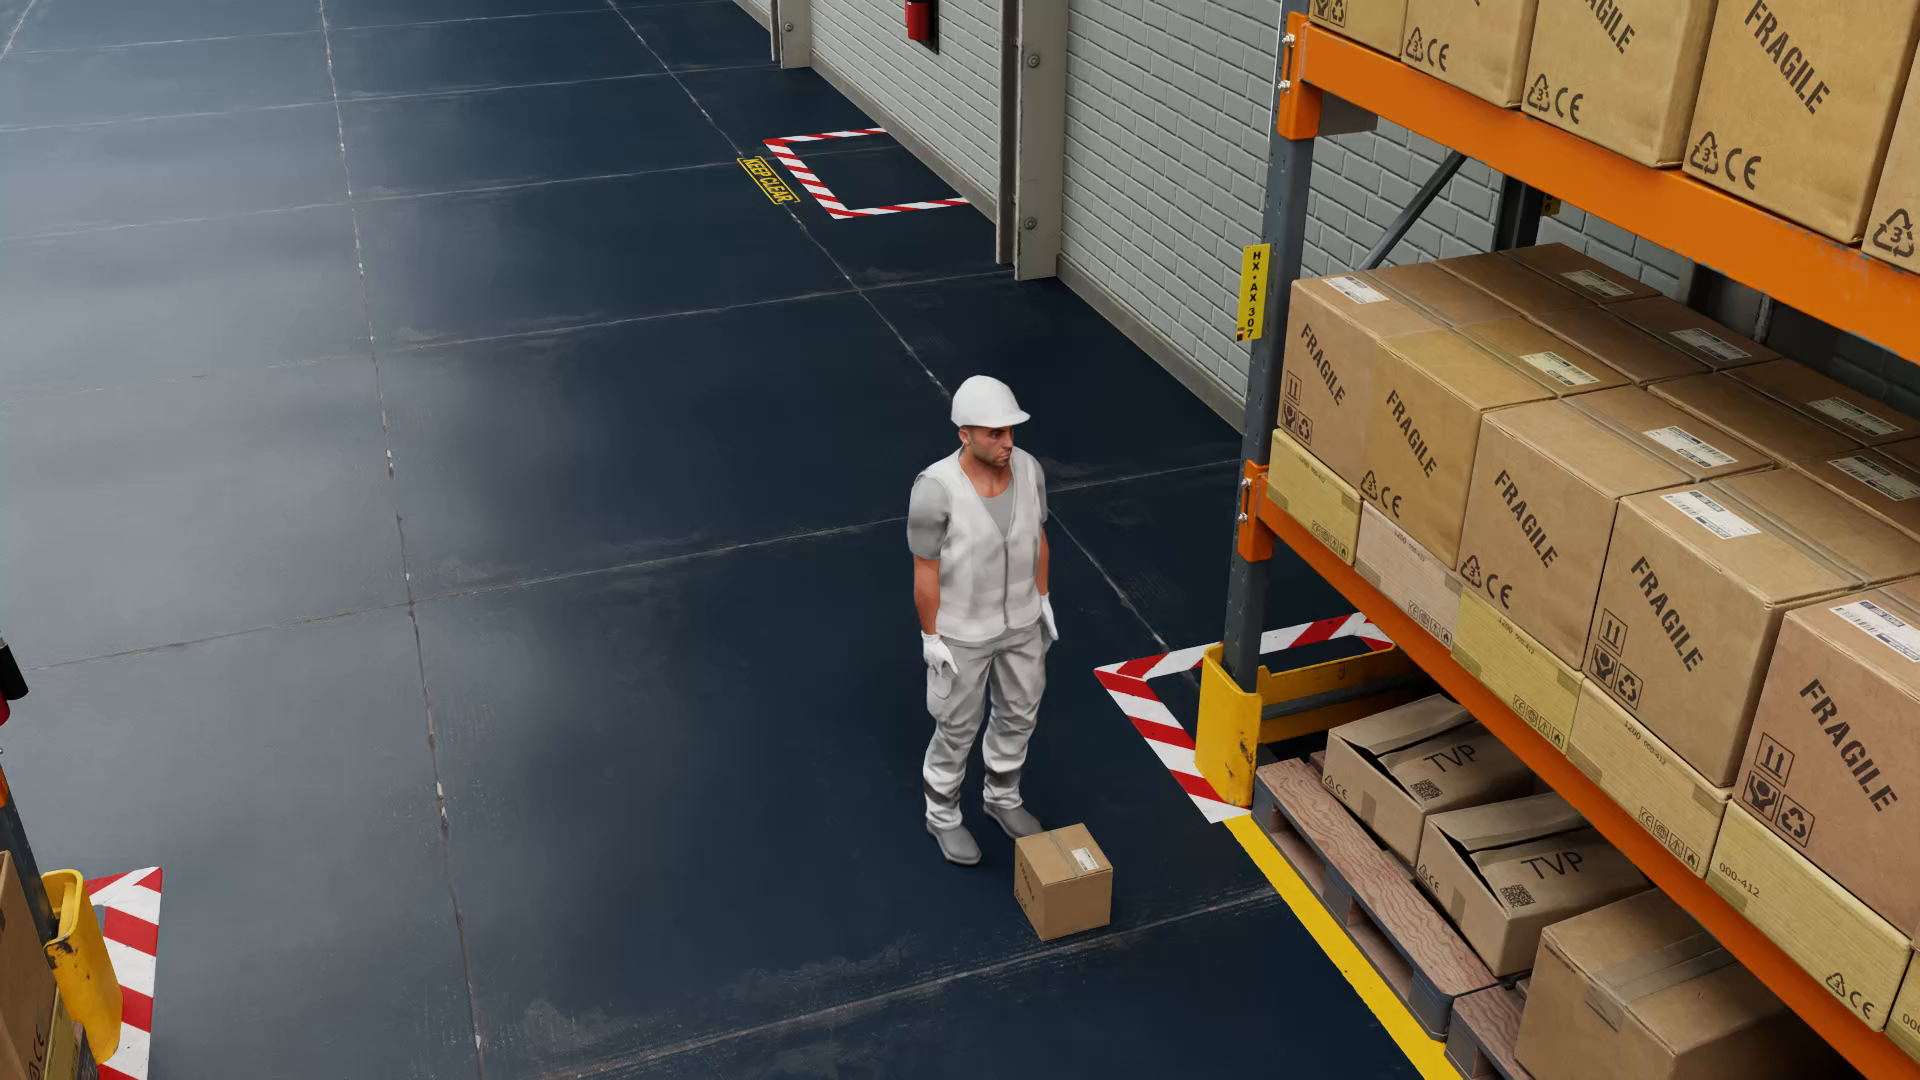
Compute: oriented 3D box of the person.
[{"bbox_3d":[0.091,0.284,5.603,0.524,1.786,0.352,-17,34,-28],"label":"person"}]
